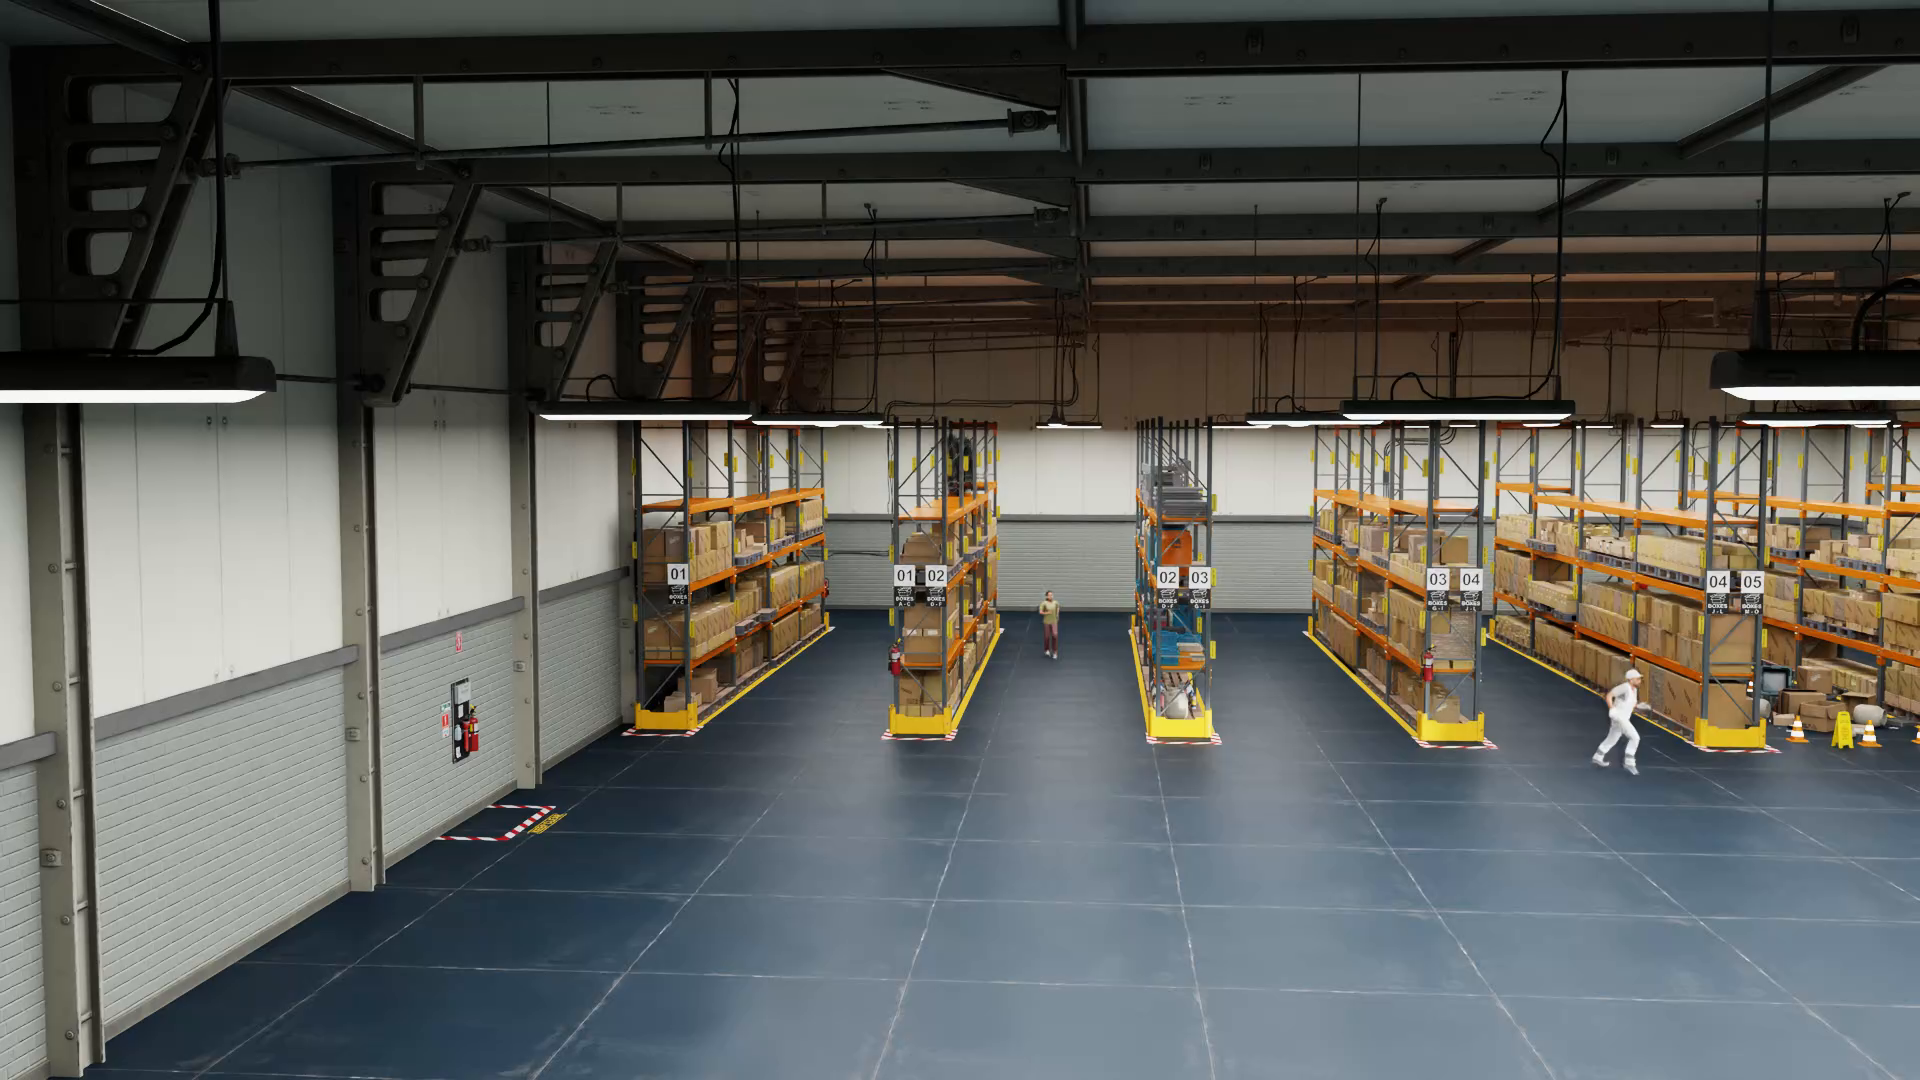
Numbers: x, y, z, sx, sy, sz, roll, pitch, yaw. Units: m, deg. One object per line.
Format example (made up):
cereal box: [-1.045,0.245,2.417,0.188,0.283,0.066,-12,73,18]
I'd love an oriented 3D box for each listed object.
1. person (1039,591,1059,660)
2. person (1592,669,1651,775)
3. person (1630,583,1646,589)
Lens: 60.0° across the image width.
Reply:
person: [2.266,2.133,42.094,0.563,1.718,0.796,0,4,-5]
person: [11.080,3.041,27.952,0.911,1.776,0.671,3,5,39]
person: [19.698,1.730,48.461,0.598,1.683,0.664,-1,4,-11]
